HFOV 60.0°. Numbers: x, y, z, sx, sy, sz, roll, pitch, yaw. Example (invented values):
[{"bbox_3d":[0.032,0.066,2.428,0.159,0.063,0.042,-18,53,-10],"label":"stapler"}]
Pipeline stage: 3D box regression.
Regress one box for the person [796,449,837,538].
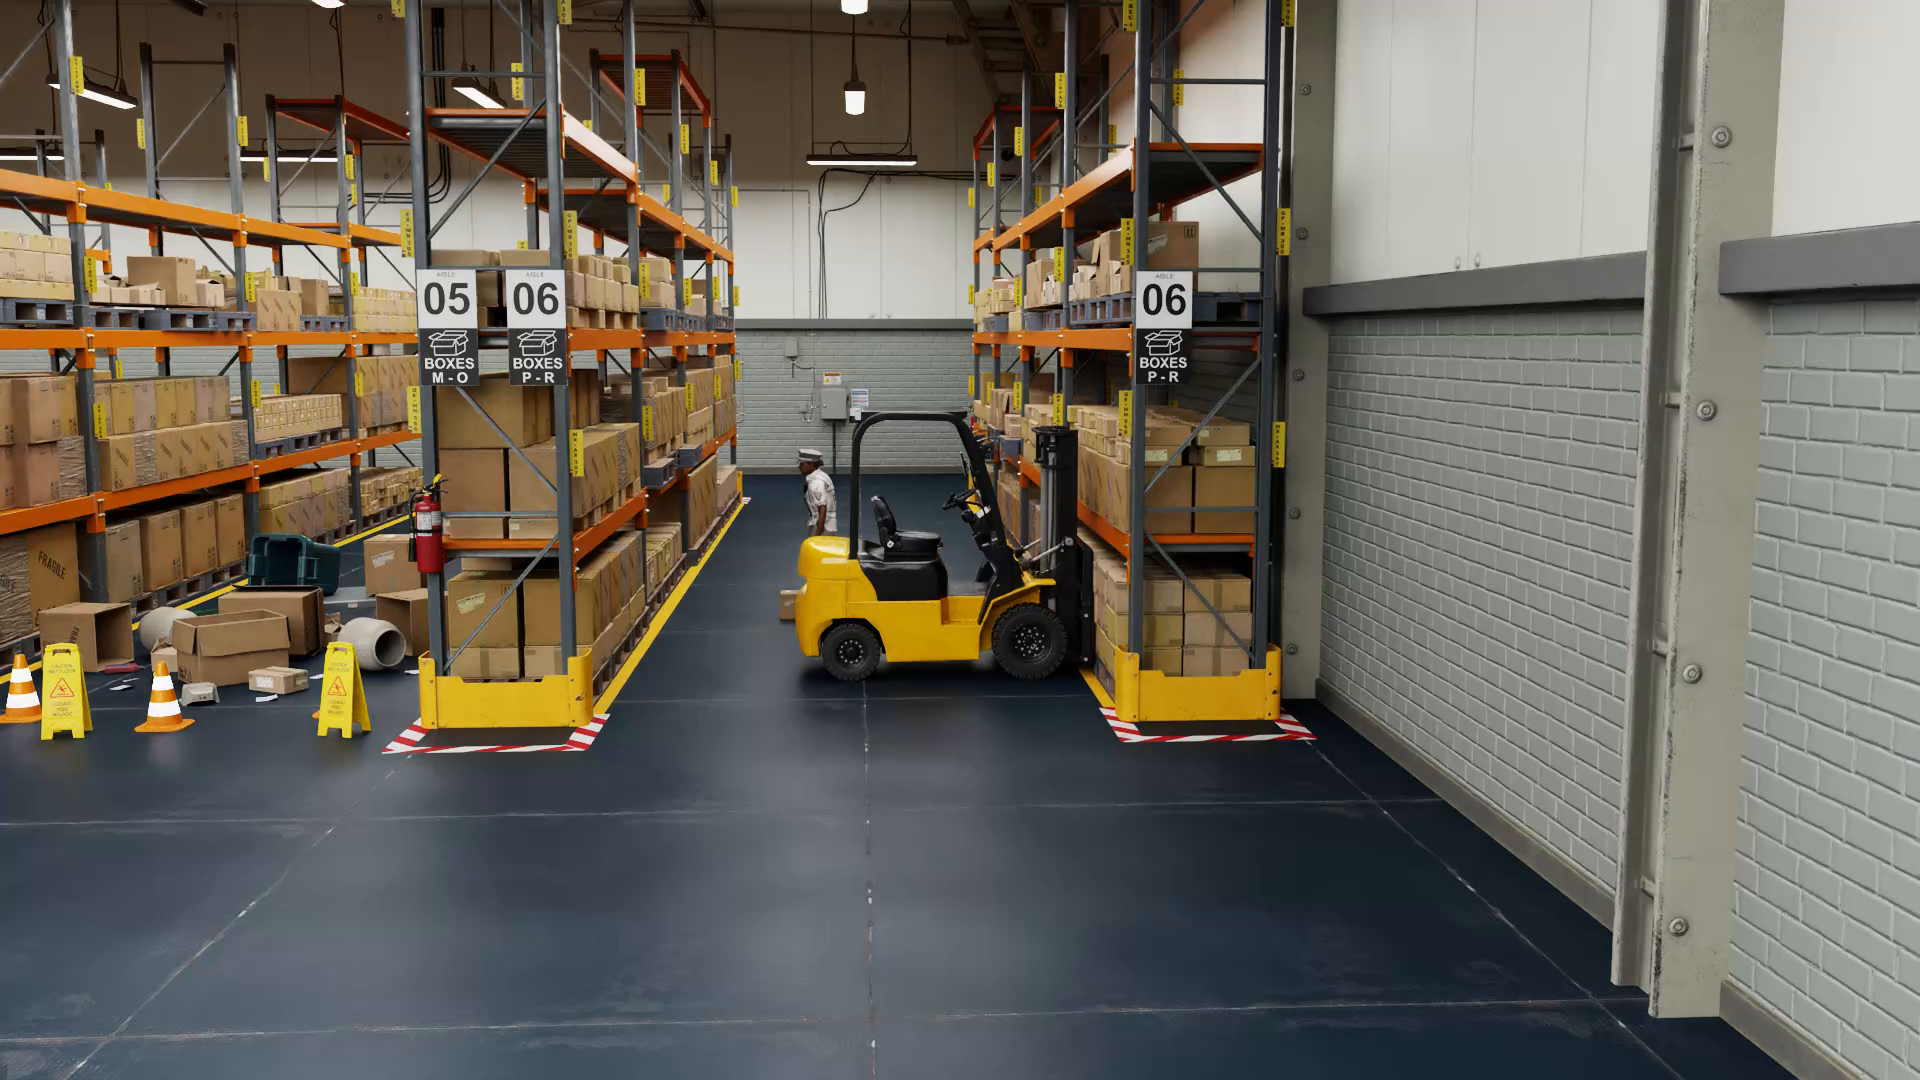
[{"bbox_3d":[-1.403,-0.067,16.297,0.397,1.661,0.531,-1,7,-7],"label":"person"}]
